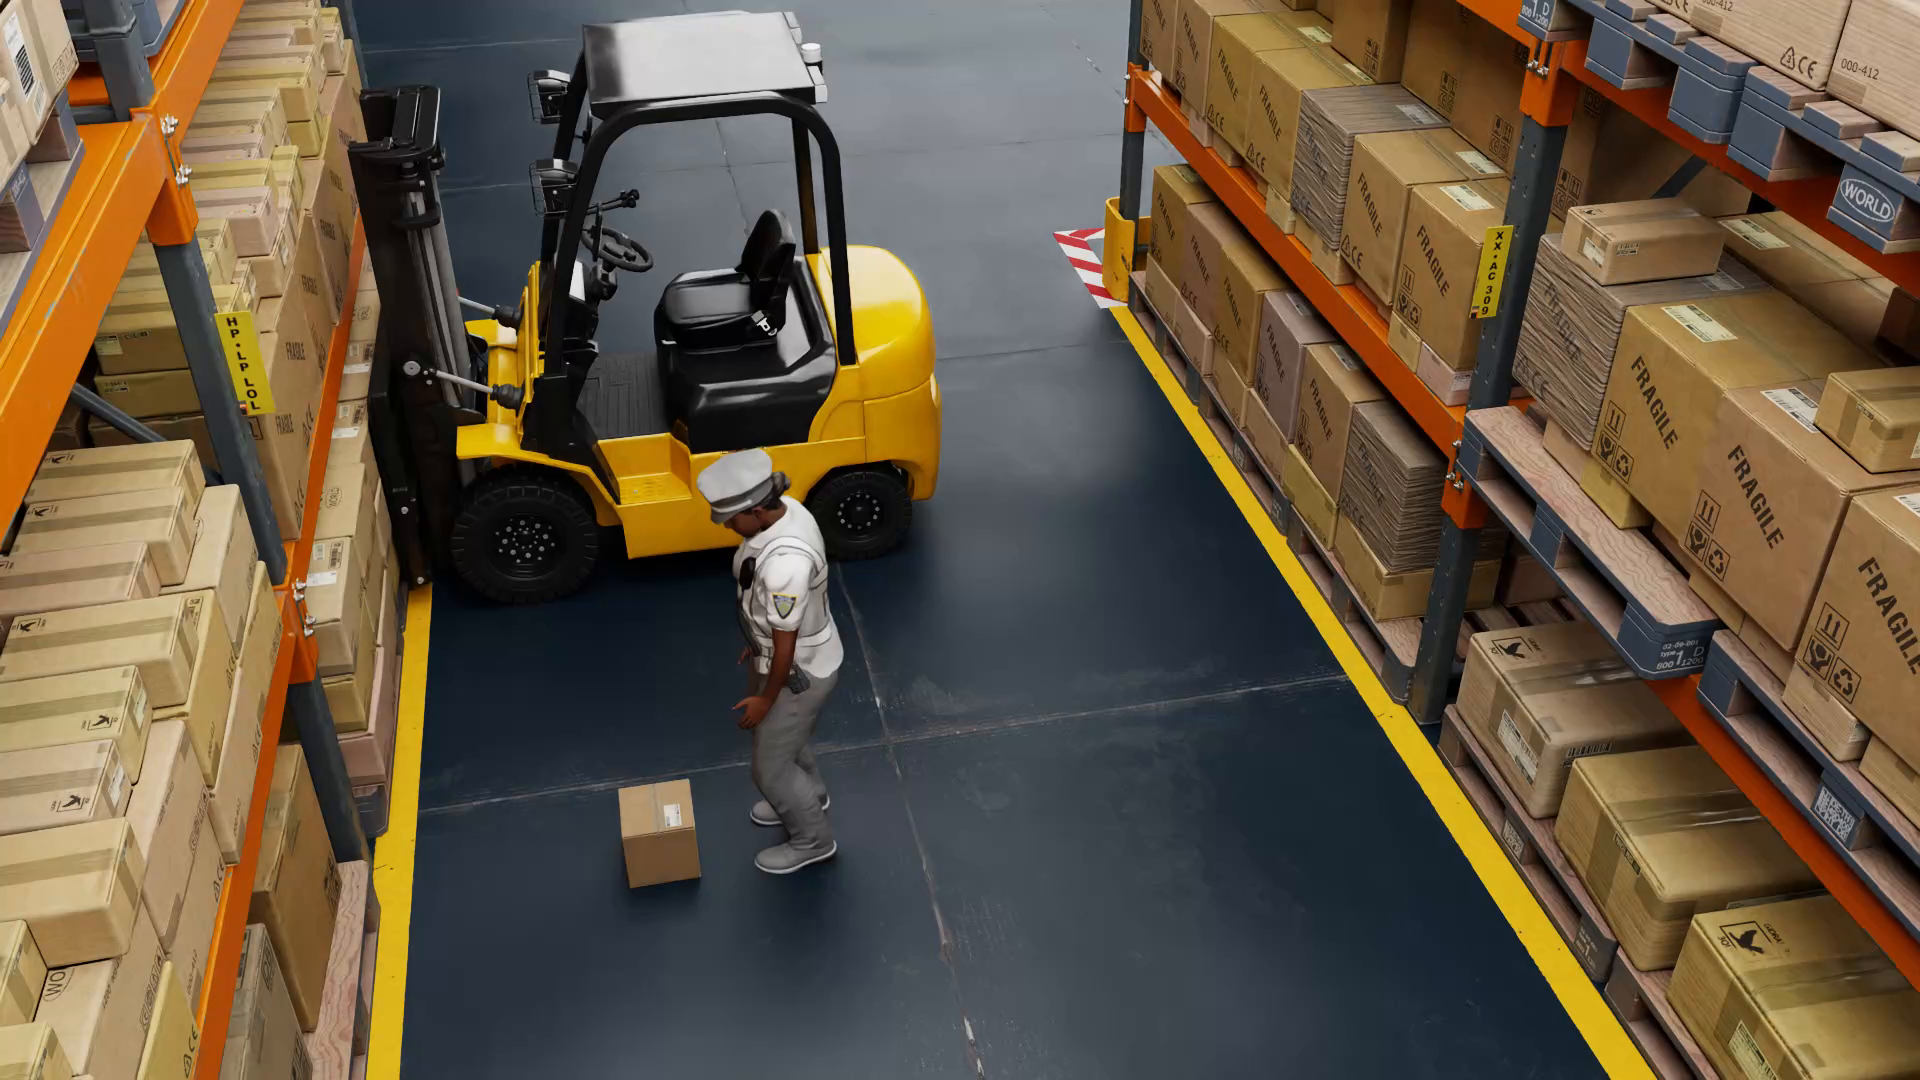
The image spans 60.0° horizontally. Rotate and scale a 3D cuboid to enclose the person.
[{"bbox_3d":[-0.602,0.426,5.565,0.425,1.631,0.453,-6,35,-9],"label":"person"}]
